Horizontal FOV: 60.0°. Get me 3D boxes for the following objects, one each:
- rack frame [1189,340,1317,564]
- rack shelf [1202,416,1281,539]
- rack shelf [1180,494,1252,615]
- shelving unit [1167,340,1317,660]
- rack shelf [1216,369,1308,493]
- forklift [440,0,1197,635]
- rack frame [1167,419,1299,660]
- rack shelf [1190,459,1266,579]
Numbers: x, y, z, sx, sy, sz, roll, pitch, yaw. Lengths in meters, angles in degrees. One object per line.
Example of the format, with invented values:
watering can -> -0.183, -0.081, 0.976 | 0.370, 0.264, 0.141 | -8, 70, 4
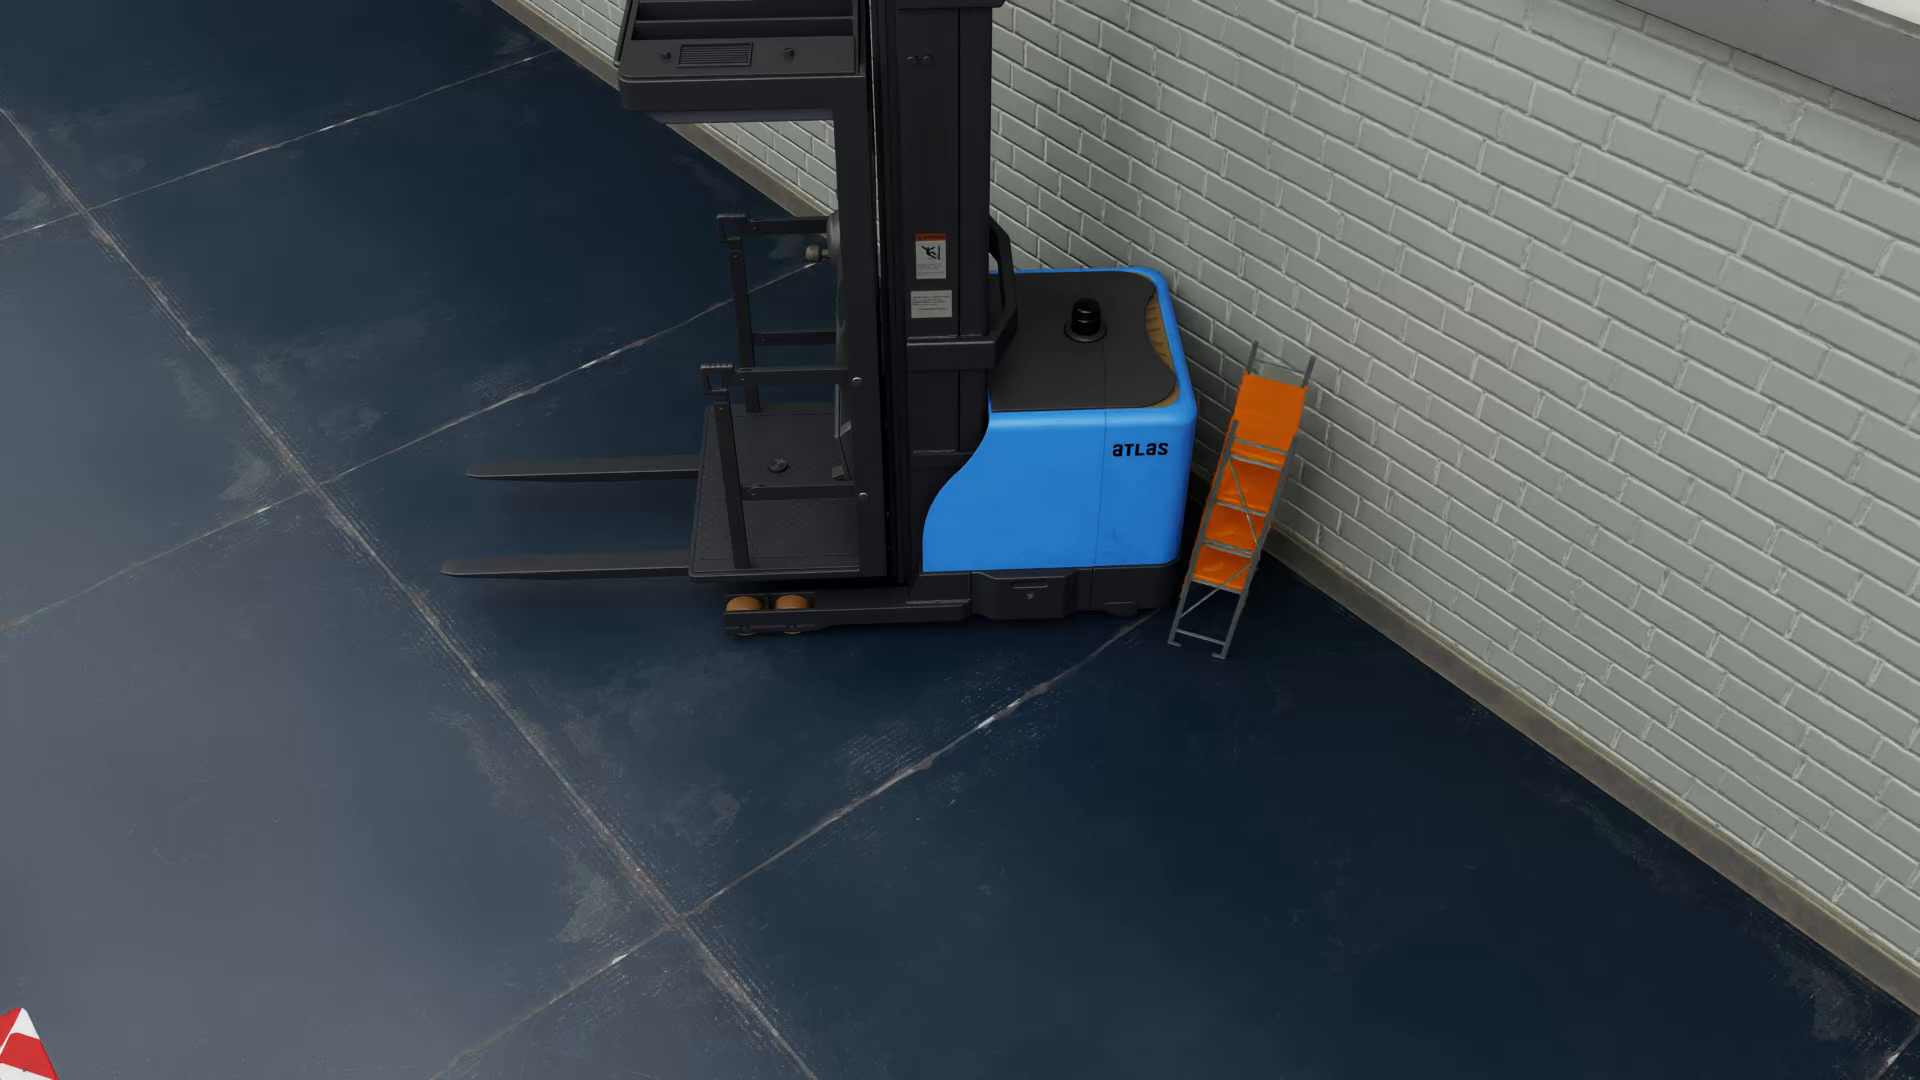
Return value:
rack frame -> 1.157, -0.295, 6.669 | 0.240, 1.200, 0.015 | 16, 45, 7
rack shelf -> 1.107, -0.244, 6.389 | 0.258, 0.148, 0.480 | 16, 45, 7
rack shelf -> 1.062, 0.053, 6.686 | 0.258, 0.148, 0.480 | 16, 45, 7
shelving unit -> 1.090, -0.134, 6.499 | 0.258, 1.200, 0.503 | 16, 45, 7
rack shelf -> 1.132, -0.410, 6.222 | 0.258, 0.148, 0.480 | 16, 45, 7
forklift -> -0.625, -1.049, 6.226 | 3.031, 2.935, 1.130 | -2, 43, -2
rack frame -> 1.023, 0.027, 6.328 | 0.240, 1.200, 0.015 | 16, 45, 7
rack shelf -> 1.083, -0.087, 6.546 | 0.258, 0.148, 0.480 | 16, 45, 7
